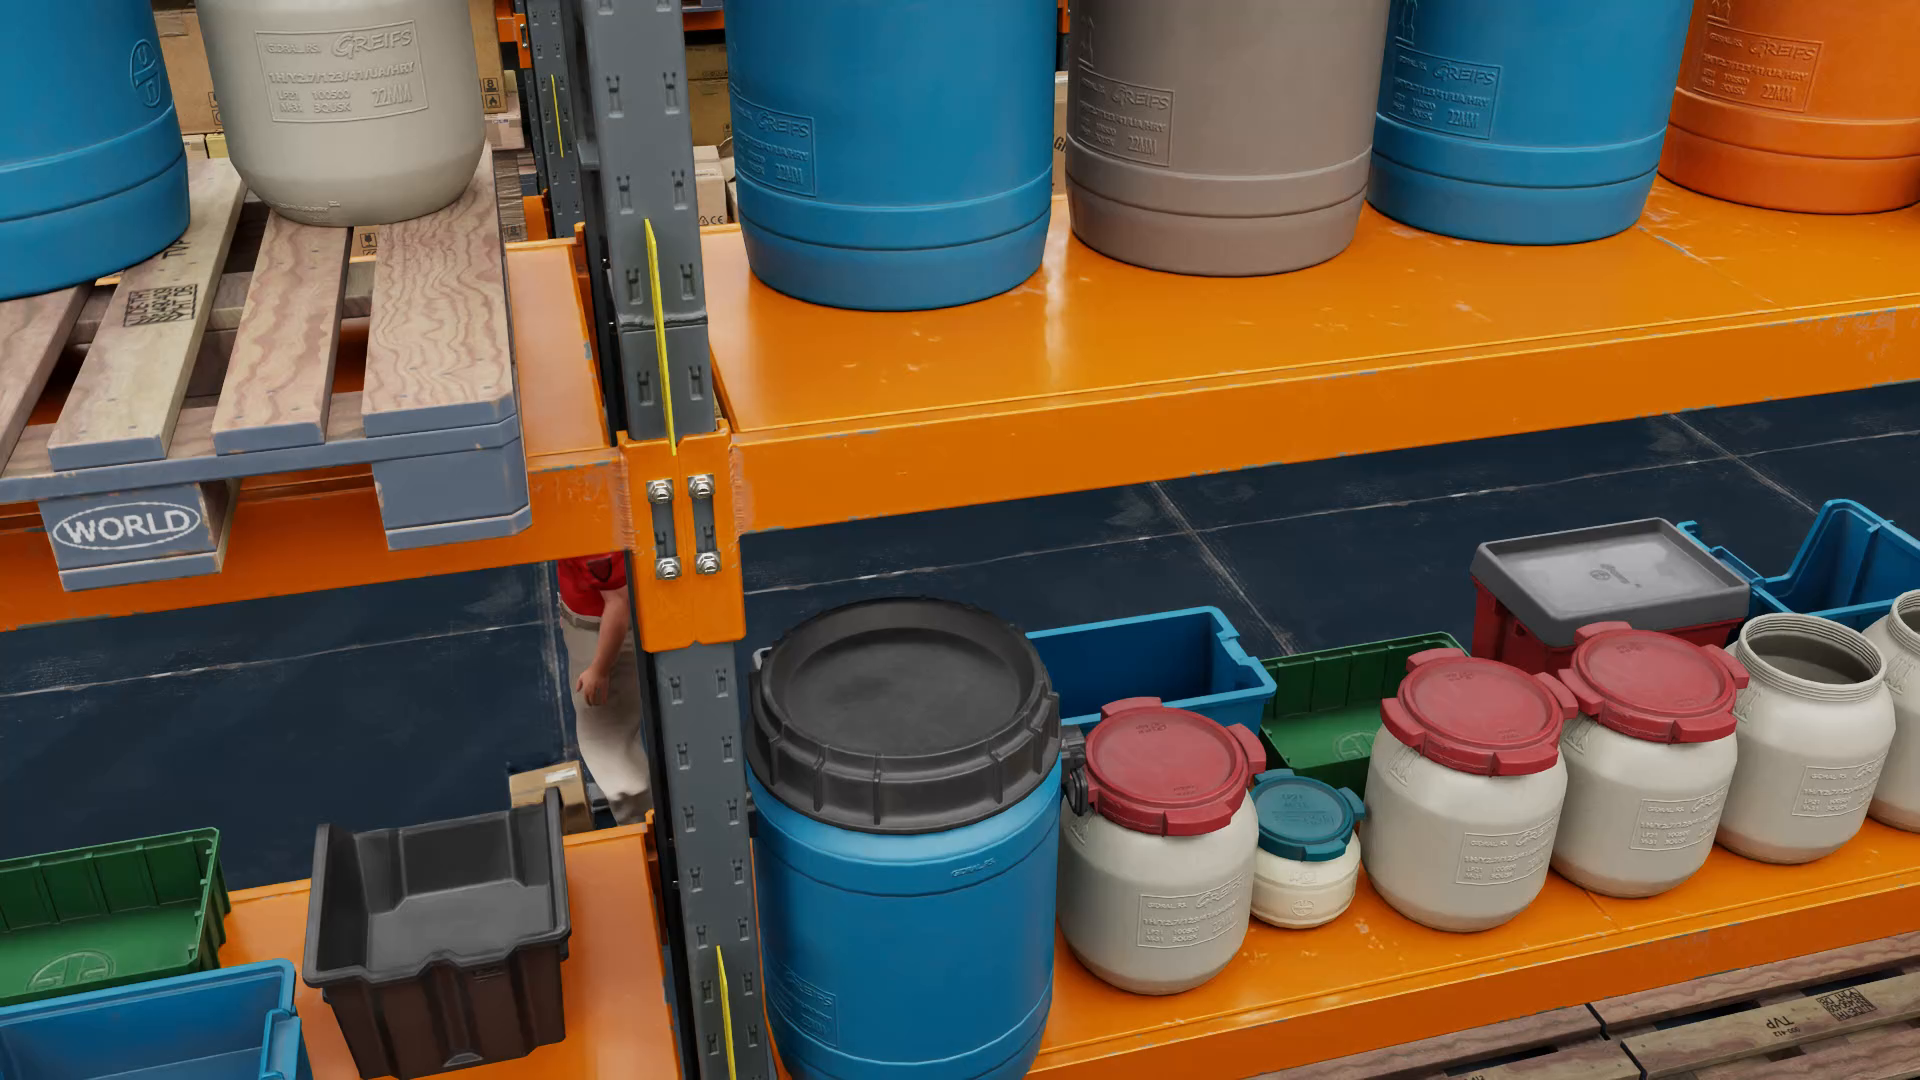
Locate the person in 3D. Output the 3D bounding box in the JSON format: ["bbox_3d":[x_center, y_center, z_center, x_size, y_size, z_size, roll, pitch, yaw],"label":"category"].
[{"bbox_3d":[-1.210,0.322,5.589,0.393,1.725,0.594,-9,31,-16],"label":"person"}]
